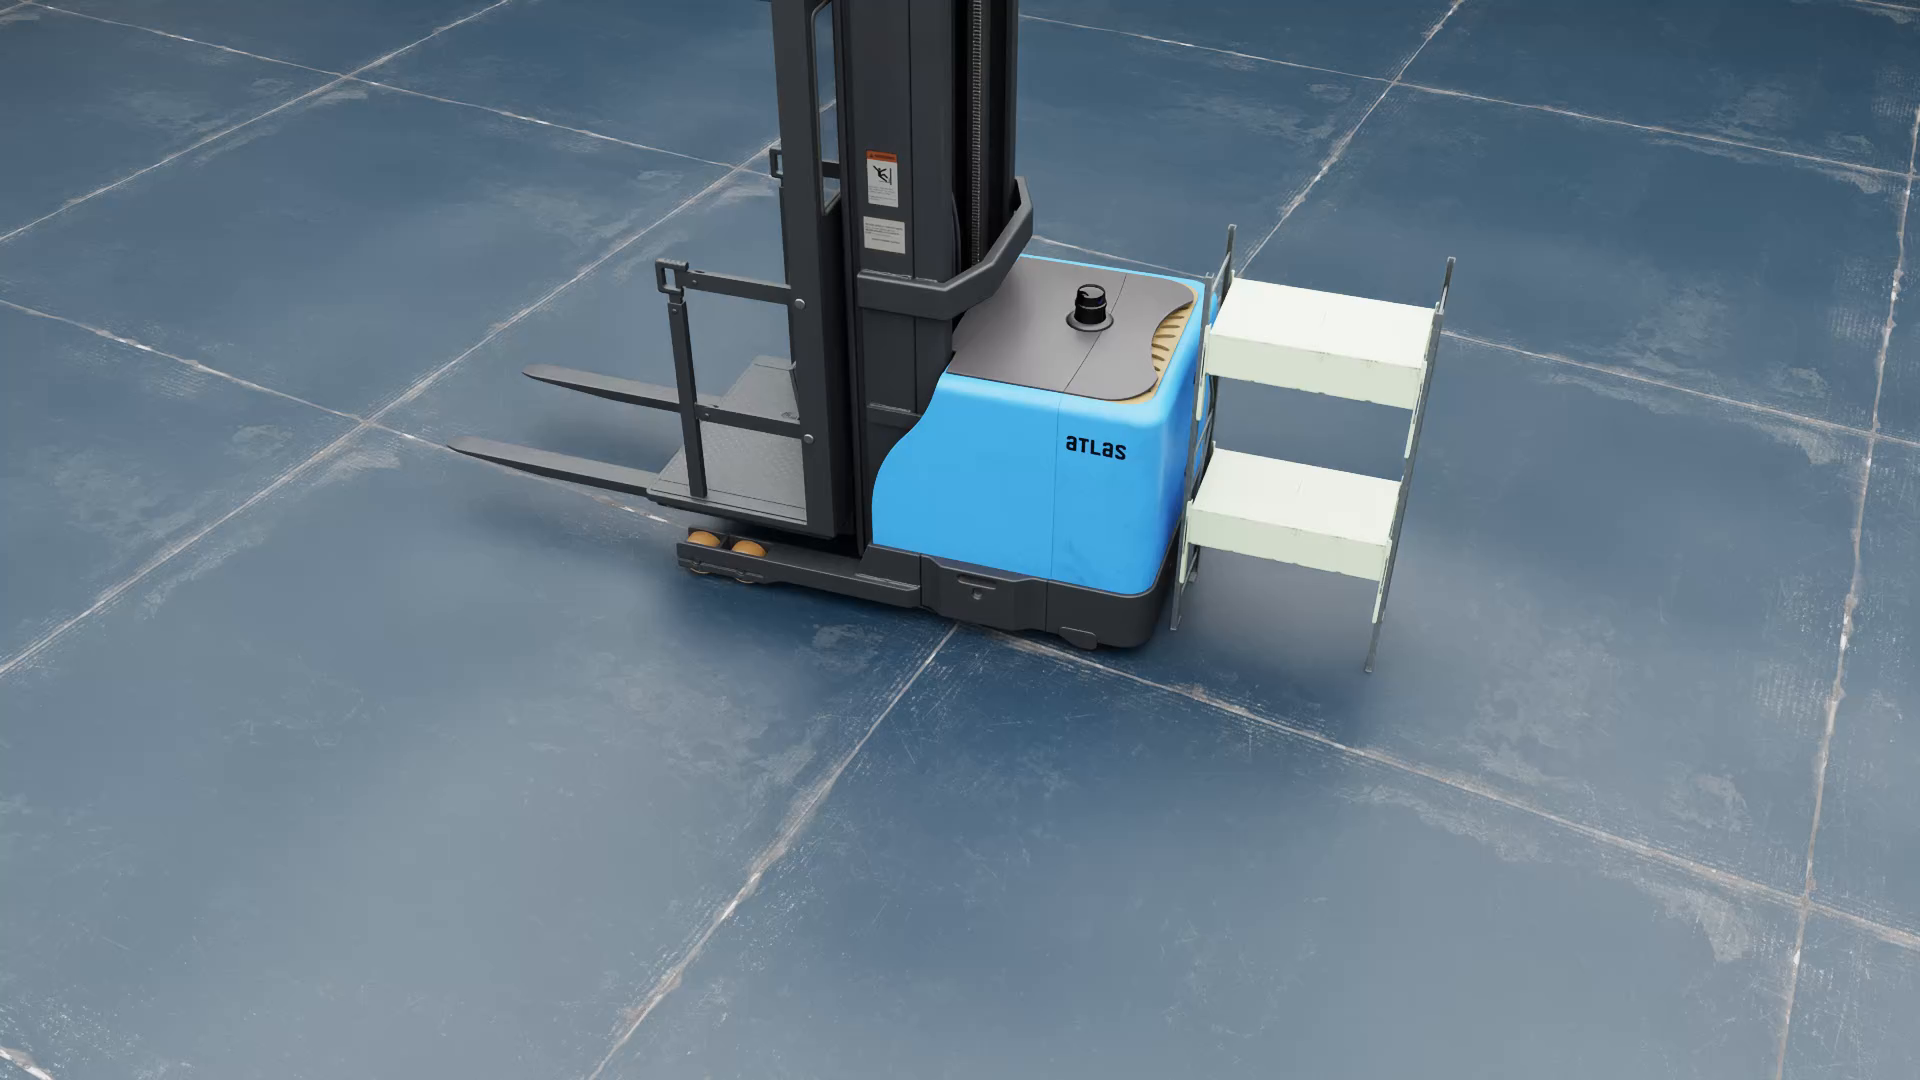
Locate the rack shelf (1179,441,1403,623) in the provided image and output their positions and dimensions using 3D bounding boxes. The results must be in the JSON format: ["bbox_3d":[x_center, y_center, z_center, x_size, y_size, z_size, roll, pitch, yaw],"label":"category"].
[{"bbox_3d":[1.217,-0.036,6.096,0.720,0.370,0.431,12,39,15],"label":"rack shelf"}]

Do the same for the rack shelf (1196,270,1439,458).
[{"bbox_3d":[1.217,-0.606,5.663,0.720,0.370,0.431,12,39,15],"label":"rack shelf"}]

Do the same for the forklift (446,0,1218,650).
[{"bbox_3d":[-0.594,-1.287,6.021,3.031,2.935,1.130,11,39,15],"label":"forklift"}]

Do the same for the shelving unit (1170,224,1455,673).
[{"bbox_3d":[1.217,-0.296,5.899,0.755,1.500,0.431,12,39,15],"label":"shelving unit"}]

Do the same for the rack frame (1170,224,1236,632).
[{"bbox_3d":[0.871,-0.367,5.994,0.023,1.500,0.400,12,39,15],"label":"rack frame"}]

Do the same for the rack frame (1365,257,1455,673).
[{"bbox_3d":[1.563,-0.224,5.804,0.023,1.500,0.400,12,39,15],"label":"rack frame"}]
